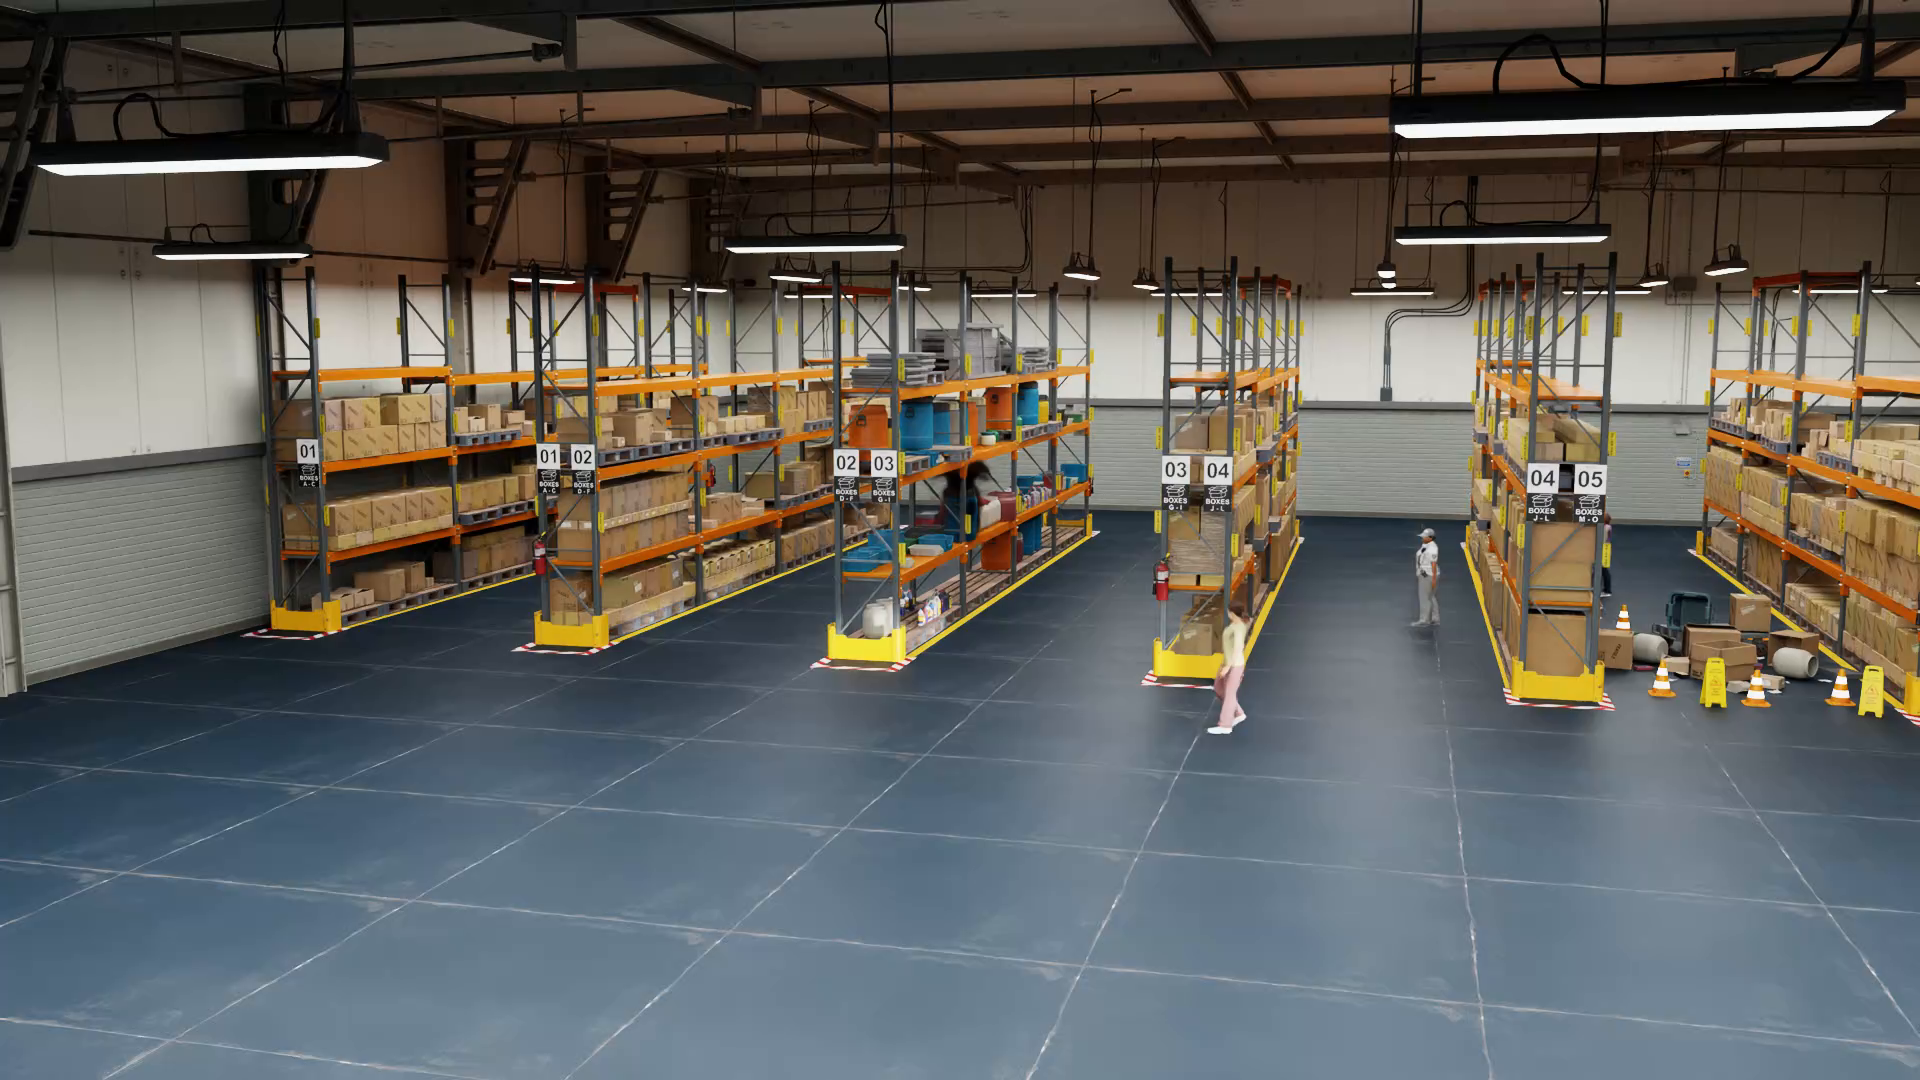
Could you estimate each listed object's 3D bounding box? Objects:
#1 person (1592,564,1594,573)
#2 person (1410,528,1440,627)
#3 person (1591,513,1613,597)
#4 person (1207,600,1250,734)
[{"bbox_3d":[12.863,-0.141,34.124,0.610,1.663,0.495,4,8,26],"label":"person"},{"bbox_3d":[7.876,0.629,28.043,0.455,1.667,0.516,3,8,22],"label":"person"},{"bbox_3d":[11.954,0.292,31.024,0.398,1.603,0.503,6,9,40],"label":"person"},{"bbox_3d":[3.333,1.563,20.626,0.533,1.673,0.506,-1,7,-6],"label":"person"}]
